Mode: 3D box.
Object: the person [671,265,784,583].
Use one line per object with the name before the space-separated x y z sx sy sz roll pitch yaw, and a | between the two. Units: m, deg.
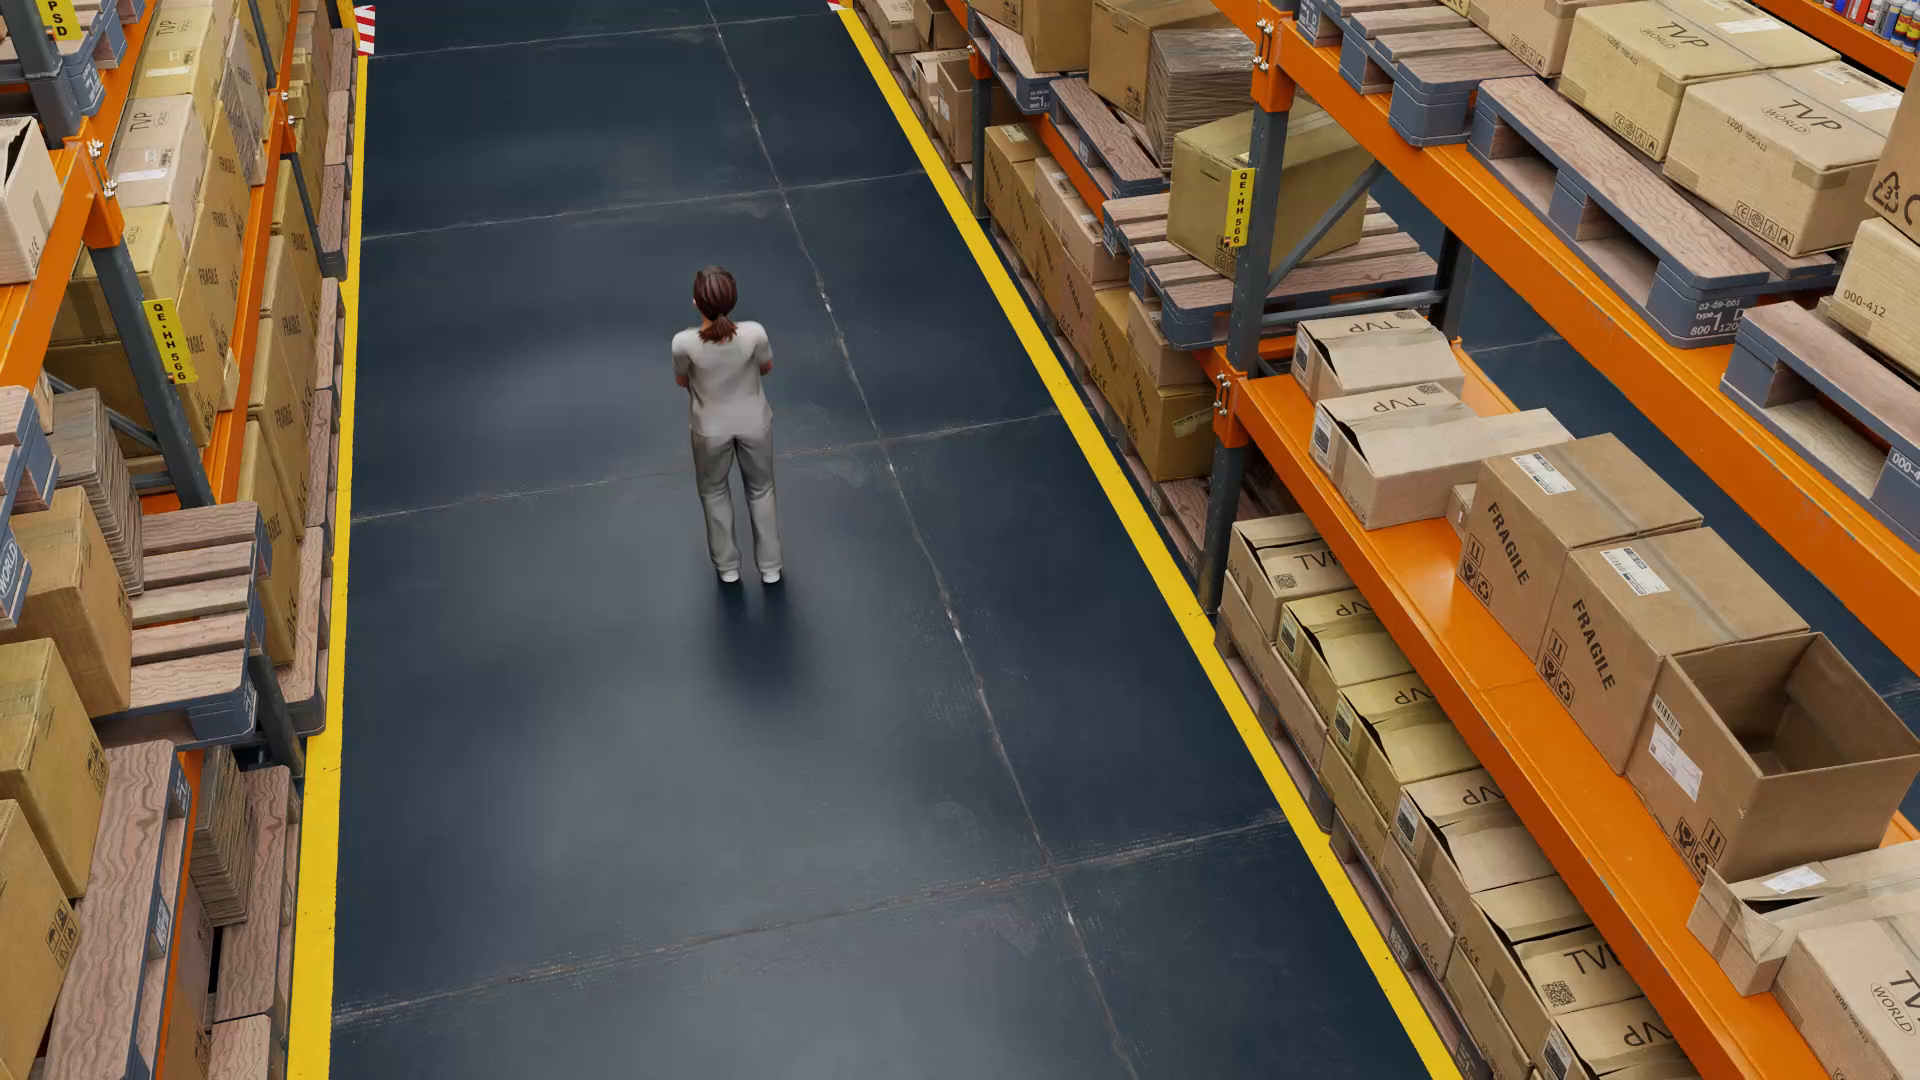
person | -1.031 -0.532 7.398 0.436 1.663 0.554 -9 39 -11
